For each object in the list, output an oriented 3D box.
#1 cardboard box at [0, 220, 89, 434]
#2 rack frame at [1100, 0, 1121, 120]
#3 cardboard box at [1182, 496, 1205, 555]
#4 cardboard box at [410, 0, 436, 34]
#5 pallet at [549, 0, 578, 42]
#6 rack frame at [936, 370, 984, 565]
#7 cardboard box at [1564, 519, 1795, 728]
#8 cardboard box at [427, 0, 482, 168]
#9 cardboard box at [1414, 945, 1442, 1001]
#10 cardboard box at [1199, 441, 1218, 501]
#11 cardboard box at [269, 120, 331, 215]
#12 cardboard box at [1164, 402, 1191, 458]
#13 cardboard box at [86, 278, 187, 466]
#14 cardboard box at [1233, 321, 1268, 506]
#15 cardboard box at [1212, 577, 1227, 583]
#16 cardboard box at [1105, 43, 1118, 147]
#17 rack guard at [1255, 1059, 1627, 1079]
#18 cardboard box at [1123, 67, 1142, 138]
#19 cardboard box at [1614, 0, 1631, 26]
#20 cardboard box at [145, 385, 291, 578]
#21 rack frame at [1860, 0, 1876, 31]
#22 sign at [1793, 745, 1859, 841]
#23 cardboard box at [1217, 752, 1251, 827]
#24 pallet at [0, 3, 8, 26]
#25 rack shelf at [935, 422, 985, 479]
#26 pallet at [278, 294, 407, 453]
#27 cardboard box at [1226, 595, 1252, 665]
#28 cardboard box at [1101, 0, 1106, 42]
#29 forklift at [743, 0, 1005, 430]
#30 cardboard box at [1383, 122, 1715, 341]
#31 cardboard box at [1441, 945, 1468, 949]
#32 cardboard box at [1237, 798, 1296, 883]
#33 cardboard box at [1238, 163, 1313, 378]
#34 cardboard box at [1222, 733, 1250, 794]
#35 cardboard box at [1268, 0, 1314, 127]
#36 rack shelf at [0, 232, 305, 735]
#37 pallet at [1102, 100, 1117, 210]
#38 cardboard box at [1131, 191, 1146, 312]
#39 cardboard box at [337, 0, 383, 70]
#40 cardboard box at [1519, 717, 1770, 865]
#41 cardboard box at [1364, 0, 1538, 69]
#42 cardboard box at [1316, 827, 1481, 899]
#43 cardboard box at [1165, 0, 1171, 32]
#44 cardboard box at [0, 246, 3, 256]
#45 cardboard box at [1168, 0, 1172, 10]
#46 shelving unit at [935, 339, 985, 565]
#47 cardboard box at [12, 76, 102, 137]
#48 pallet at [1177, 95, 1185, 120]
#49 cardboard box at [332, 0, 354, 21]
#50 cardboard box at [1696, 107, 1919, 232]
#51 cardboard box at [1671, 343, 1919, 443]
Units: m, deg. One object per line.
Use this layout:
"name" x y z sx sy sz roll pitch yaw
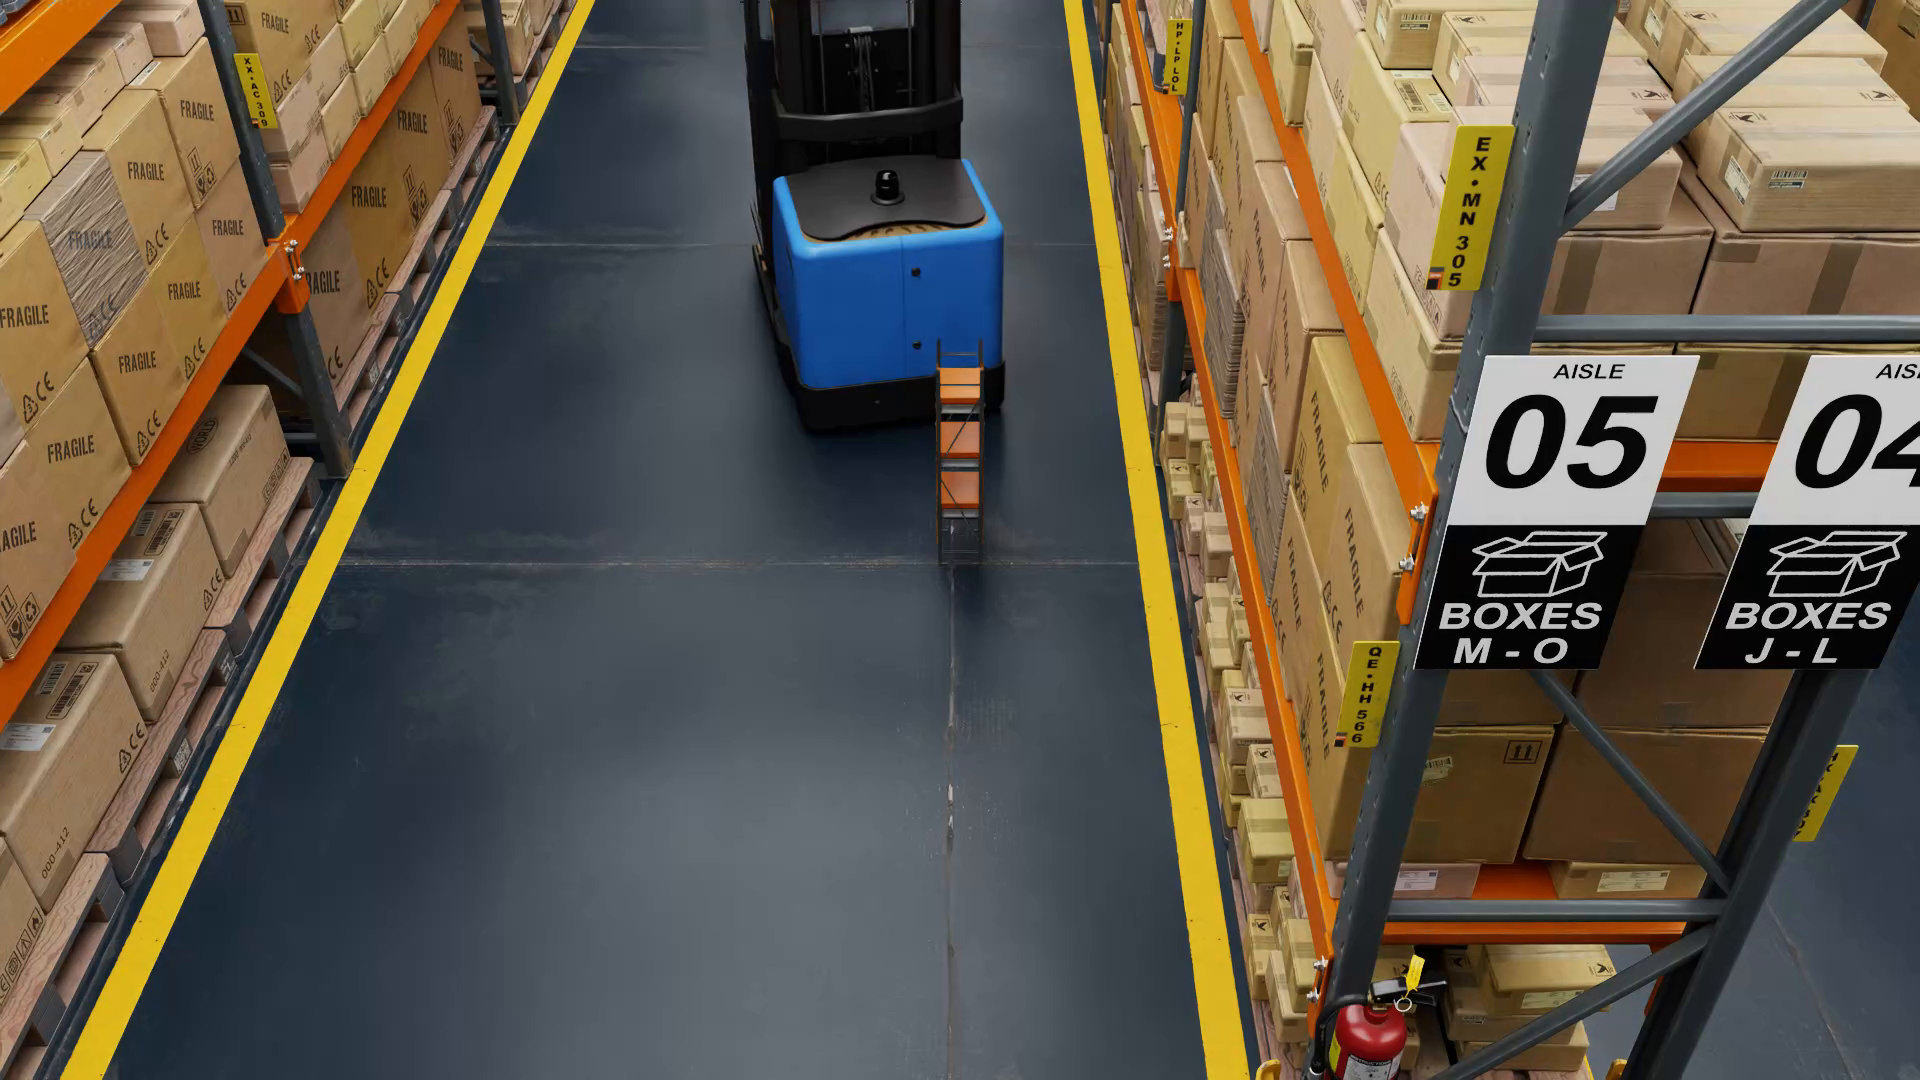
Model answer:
"cardboard box" -3.216 -0.683 5.324 0.500 0.500 0.500 0 39 0
"rack frame" 1.458 -4.066 10.425 1.000 3.000 0.127 0 39 0
"cardboard box" 1.194 -0.066 7.378 0.380 0.149 0.250 0 39 0
"cardboard box" -3.231 -2.990 9.202 0.500 0.250 0.500 0 39 -1
"pallet" -3.490 -4.160 12.773 1.003 0.211 1.213 0 39 0
"rack frame" 0.000 -0.300 7.285 0.200 1.050 0.008 0 39 0
"cardboard box" 1.732 0.111 4.096 0.500 0.500 0.500 0 39 0
"cardboard box" -3.574 -2.902 10.335 0.875 0.875 0.875 0 39 0
"cardboard box" 1.704 1.394 5.556 0.380 0.149 0.250 0 39 0
"cardboard box" 1.246 -0.302 7.196 0.380 0.149 0.250 -1 39 -1
"cardboard box" -3.224 -1.714 7.611 0.500 0.250 0.500 -1 39 -1
"cardboard box" 1.143 -0.505 7.687 0.380 0.149 0.250 2 39 2
"cardboard box" -3.210 -0.611 6.033 0.500 0.500 0.500 -1 39 -1
"cardboard box" 1.213 -0.450 5.595 0.500 0.500 0.500 2 39 2
"cardboard box" 1.243 0.146 6.875 0.380 0.149 0.250 2 39 2
"cardboard box" 1.204 -2.812 10.523 0.500 0.500 0.500 -2 39 -2
"rack guard" 1.467 1.865 5.023 1.175 0.500 0.348 0 39 0
"cardboard box" 1.205 -2.489 9.520 0.500 0.250 0.500 0 39 0
"cardboard box" 1.679 -1.371 4.064 0.380 0.149 0.250 1 39 1
"cardboard box" -3.594 -0.269 7.400 0.875 0.438 0.875 -1 39 -1
"rack frame" 6.418 -4.006 10.350 1.000 3.000 0.127 0 39 0
"sign" 2.010 0.599 3.912 0.100 0.325 0.005 0 39 0
"cardboard box" 1.166 0.917 6.151 0.380 0.149 0.250 -2 39 -2
"pallet" -3.498 -1.361 4.722 1.003 0.211 1.213 0 39 0
"rack shelf" 0.000 -0.368 7.387 0.215 0.259 0.240 0 39 0
"pallet" -3.564 -0.892 8.694 1.003 0.211 1.213 0 39 0
"cardboard box" 1.232 0.345 6.389 0.380 0.149 0.250 0 39 0
"cardboard box" 1.547 -3.733 11.472 1.050 0.750 0.750 -1 39 -1
"forklift" -0.590 -2.622 8.678 1.130 2.935 3.031 -8 39 -10
"cardboard box" 1.212 -0.658 3.494 0.500 0.250 0.500 -1 39 -1
"cardboard box" 1.779 1.270 5.472 0.380 0.149 0.250 0 39 0
"cardboard box" 1.143 1.004 5.567 0.380 0.149 0.250 -1 39 -1
"cardboard box" 1.204 -0.867 5.316 0.500 0.500 0.500 -1 39 -2
"cardboard box" 1.165 0.791 6.070 0.380 0.149 0.250 1 39 1
"cardboard box" 1.187 -1.421 4.846 0.500 0.250 0.500 2 39 2
"rack shelf" -3.485 0.034 5.884 1.077 0.370 4.000 0 39 0
"pallet" 1.457 -2.489 10.687 1.003 0.211 1.213 0 39 0
"cardboard box" 1.209 -1.536 8.931 0.500 0.500 0.500 -1 39 -1
"cardboard box" -3.209 -2.551 8.255 0.500 0.250 0.500 0 39 1
"cardboard box" 1.743 0.501 4.408 0.500 0.500 0.500 2 39 2
"cardboard box" 1.161 -1.213 3.868 0.380 0.149 0.250 1 39 1
"cardboard box" 1.184 0.831 4.515 0.380 0.149 0.250 0 39 0
"cardboard box" 1.259 -2.693 8.577 0.380 0.149 0.250 2 39 2
"cardboard box" -3.166 -0.871 5.039 0.380 0.149 0.250 -1 39 -1
"cardboard box" 1.259 -2.819 8.497 0.380 0.149 0.250 0 39 0
"shelving unit" 0.000 -0.376 7.380 0.215 1.050 0.252 0 39 0
"cardboard box" -3.268 -1.508 5.835 0.380 0.149 0.250 0 39 0
"pallet" 1.607 -1.968 7.960 1.003 0.211 1.213 0 39 0
"cardboard box" -3.227 -2.834 8.008 0.500 0.500 0.500 -1 39 -1
"cardboard box" 1.694 -0.728 3.263 0.380 0.149 0.250 0 39 0
"cardboard box" 1.722 -0.456 3.641 0.500 0.250 0.500 1 39 2
